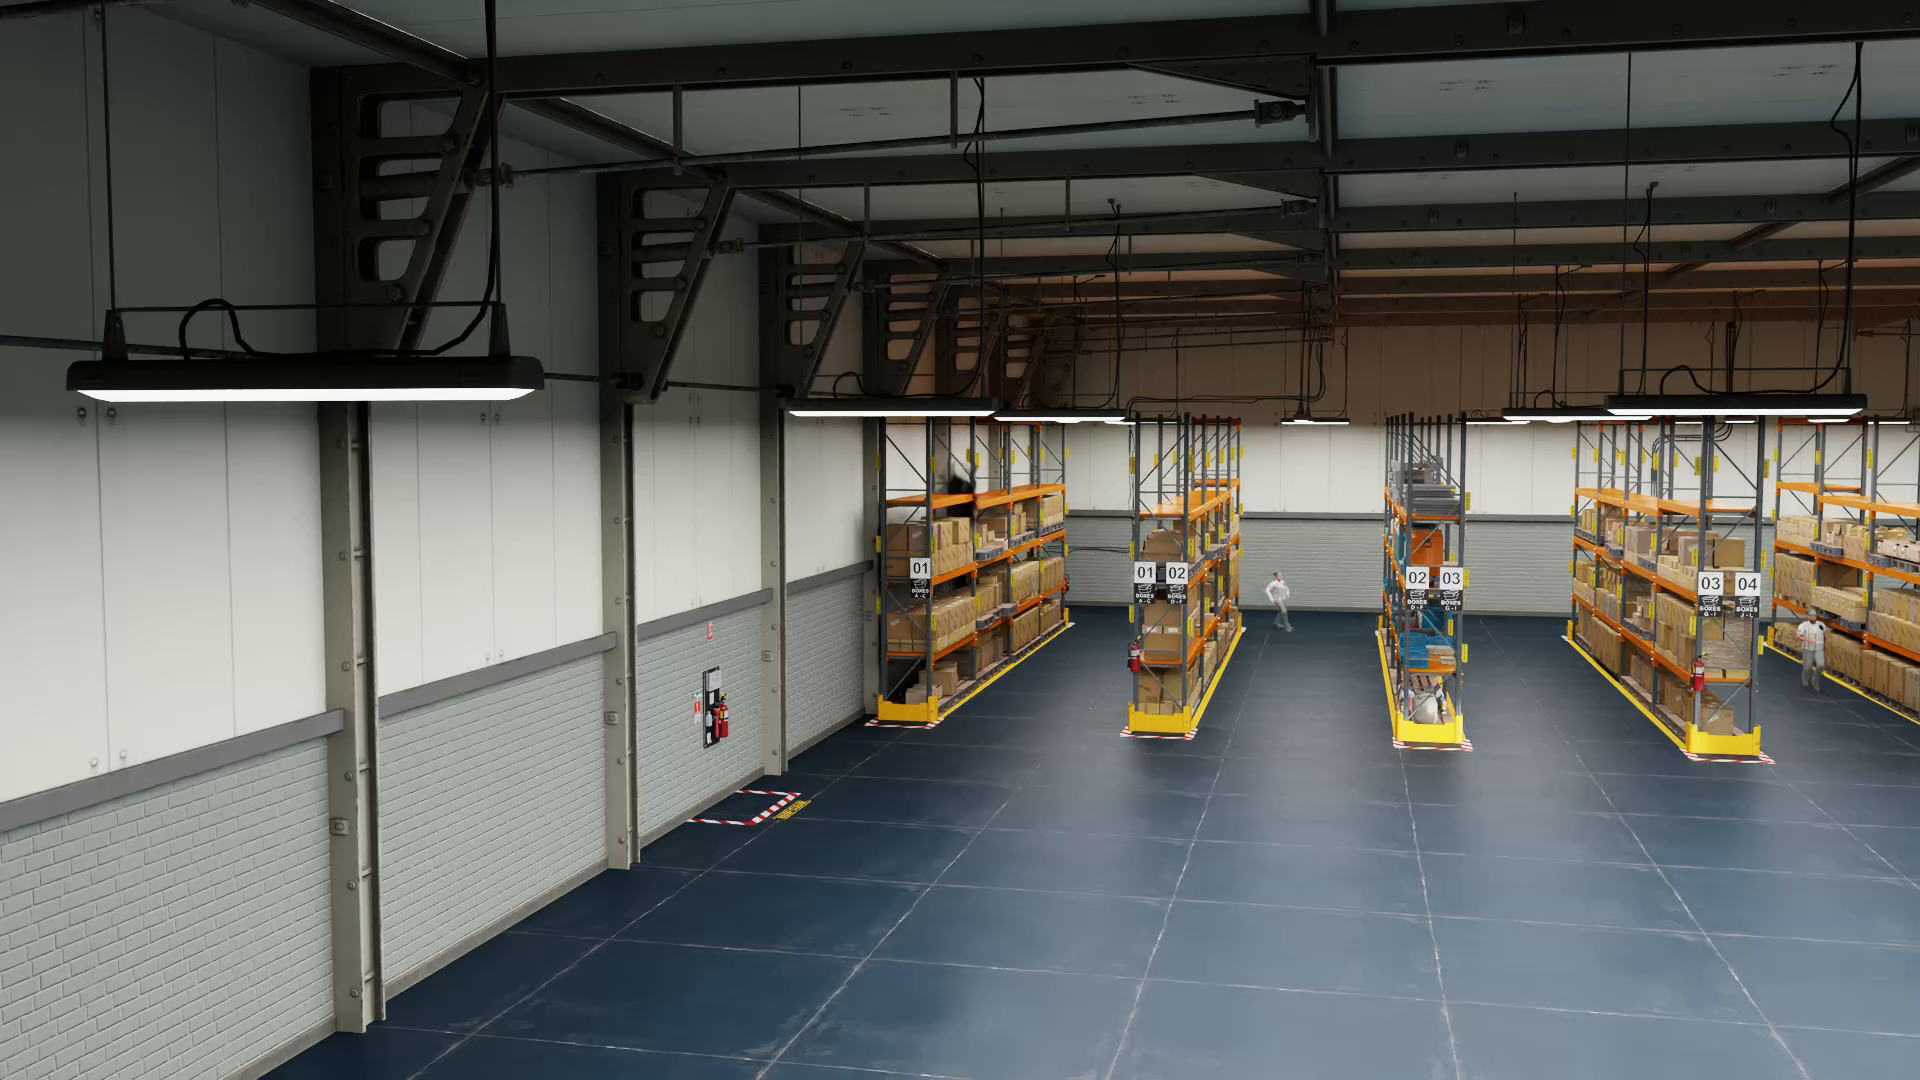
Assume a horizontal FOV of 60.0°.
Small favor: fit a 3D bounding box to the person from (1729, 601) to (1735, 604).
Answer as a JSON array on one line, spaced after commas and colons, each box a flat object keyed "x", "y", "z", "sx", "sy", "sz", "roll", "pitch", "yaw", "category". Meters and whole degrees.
[{"x": 19.742, "y": 2.097, "z": 42.328, "sx": 0.576, "sy": 1.582, "sz": 0.788, "roll": 1, "pitch": 4, "yaw": 19, "category": "person"}]

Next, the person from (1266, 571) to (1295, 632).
[{"x": 9.027, "y": 1.716, "z": 46.876, "sx": 0.674, "sy": 1.691, "sz": 0.880, "roll": -2, "pitch": 5, "yaw": -32, "category": "person"}]

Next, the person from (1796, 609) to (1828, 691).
[{"x": 18.612, "y": 2.404, "z": 36.302, "sx": 0.665, "sy": 1.820, "sz": 0.723, "roll": 1, "pitch": 4, "yaw": 16, "category": "person"}]
